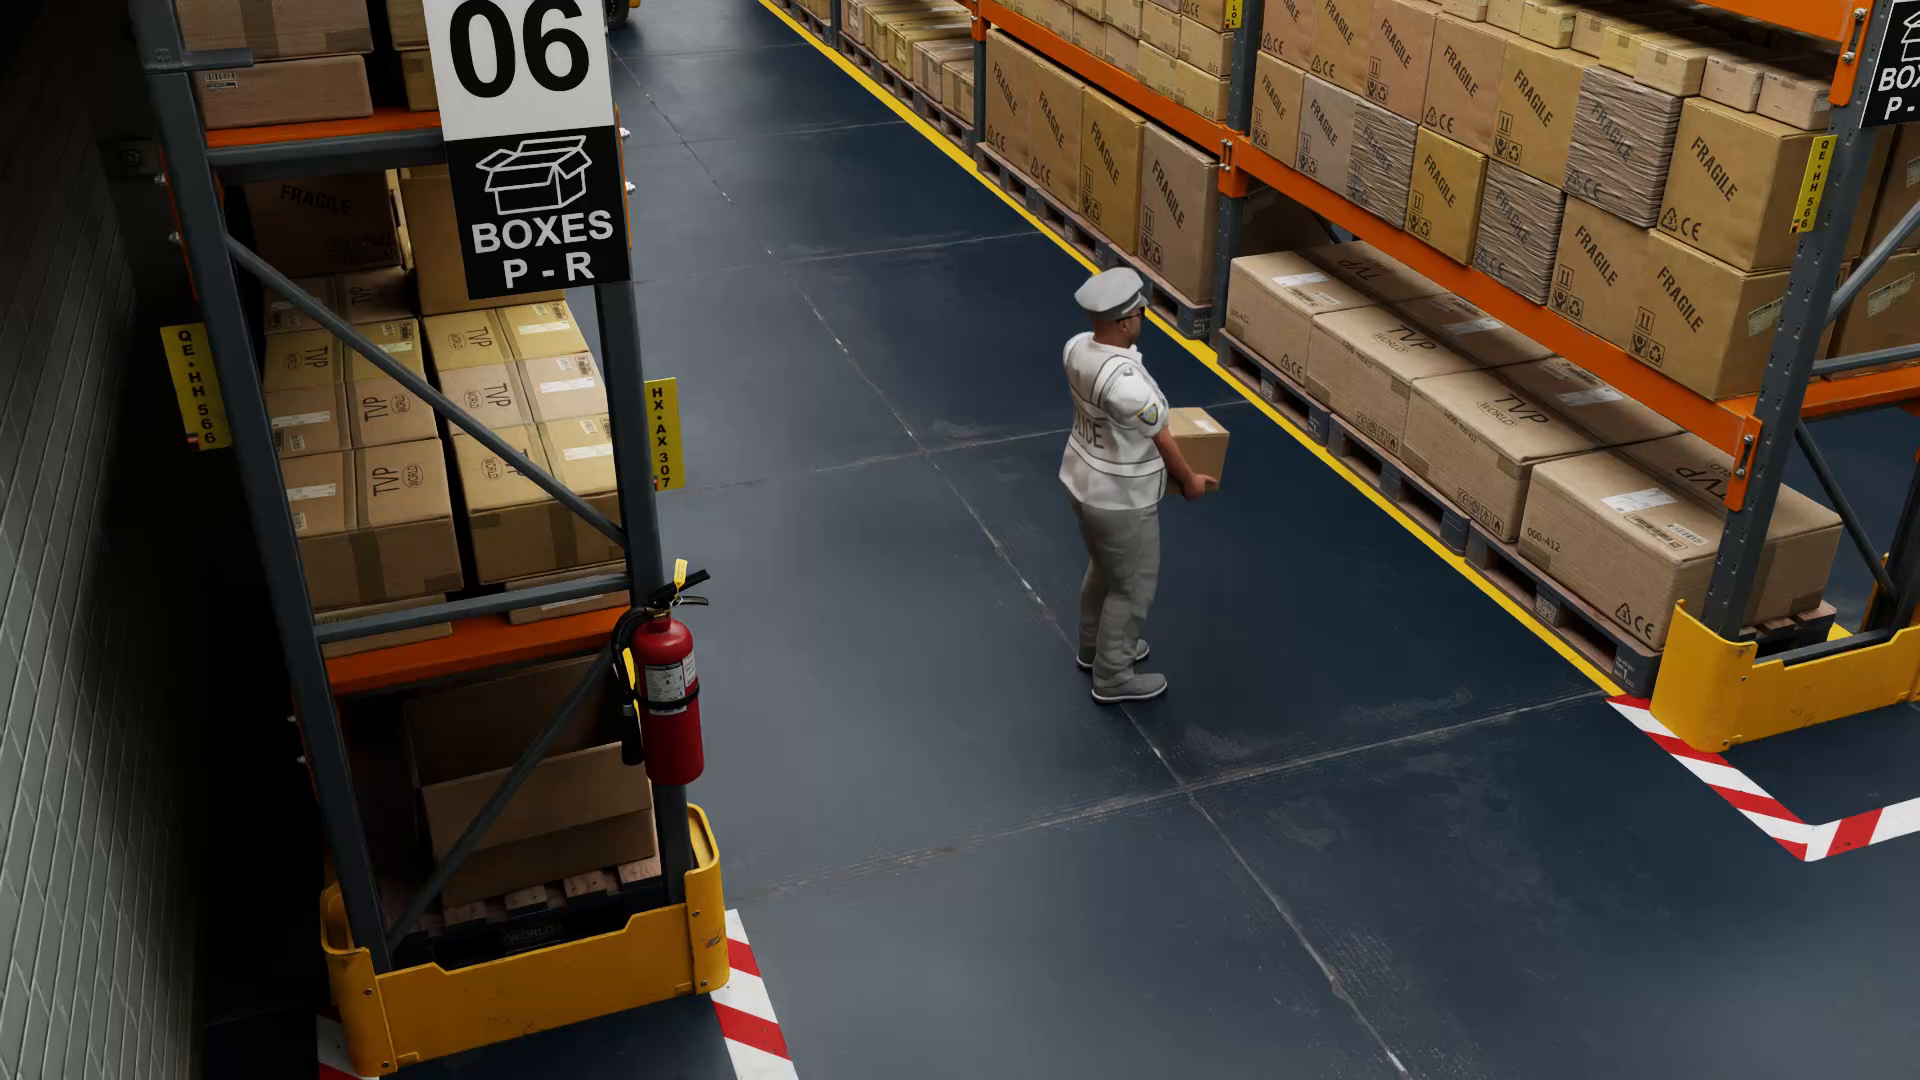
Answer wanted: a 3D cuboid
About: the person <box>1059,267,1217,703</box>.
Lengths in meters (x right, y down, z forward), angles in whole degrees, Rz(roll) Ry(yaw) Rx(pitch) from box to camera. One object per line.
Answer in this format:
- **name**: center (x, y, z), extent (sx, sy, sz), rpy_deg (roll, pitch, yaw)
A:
- **person**: center (0.679, -0.219, 6.491), extent (0.566, 1.771, 0.487), rpy_deg (-10, 31, -17)
